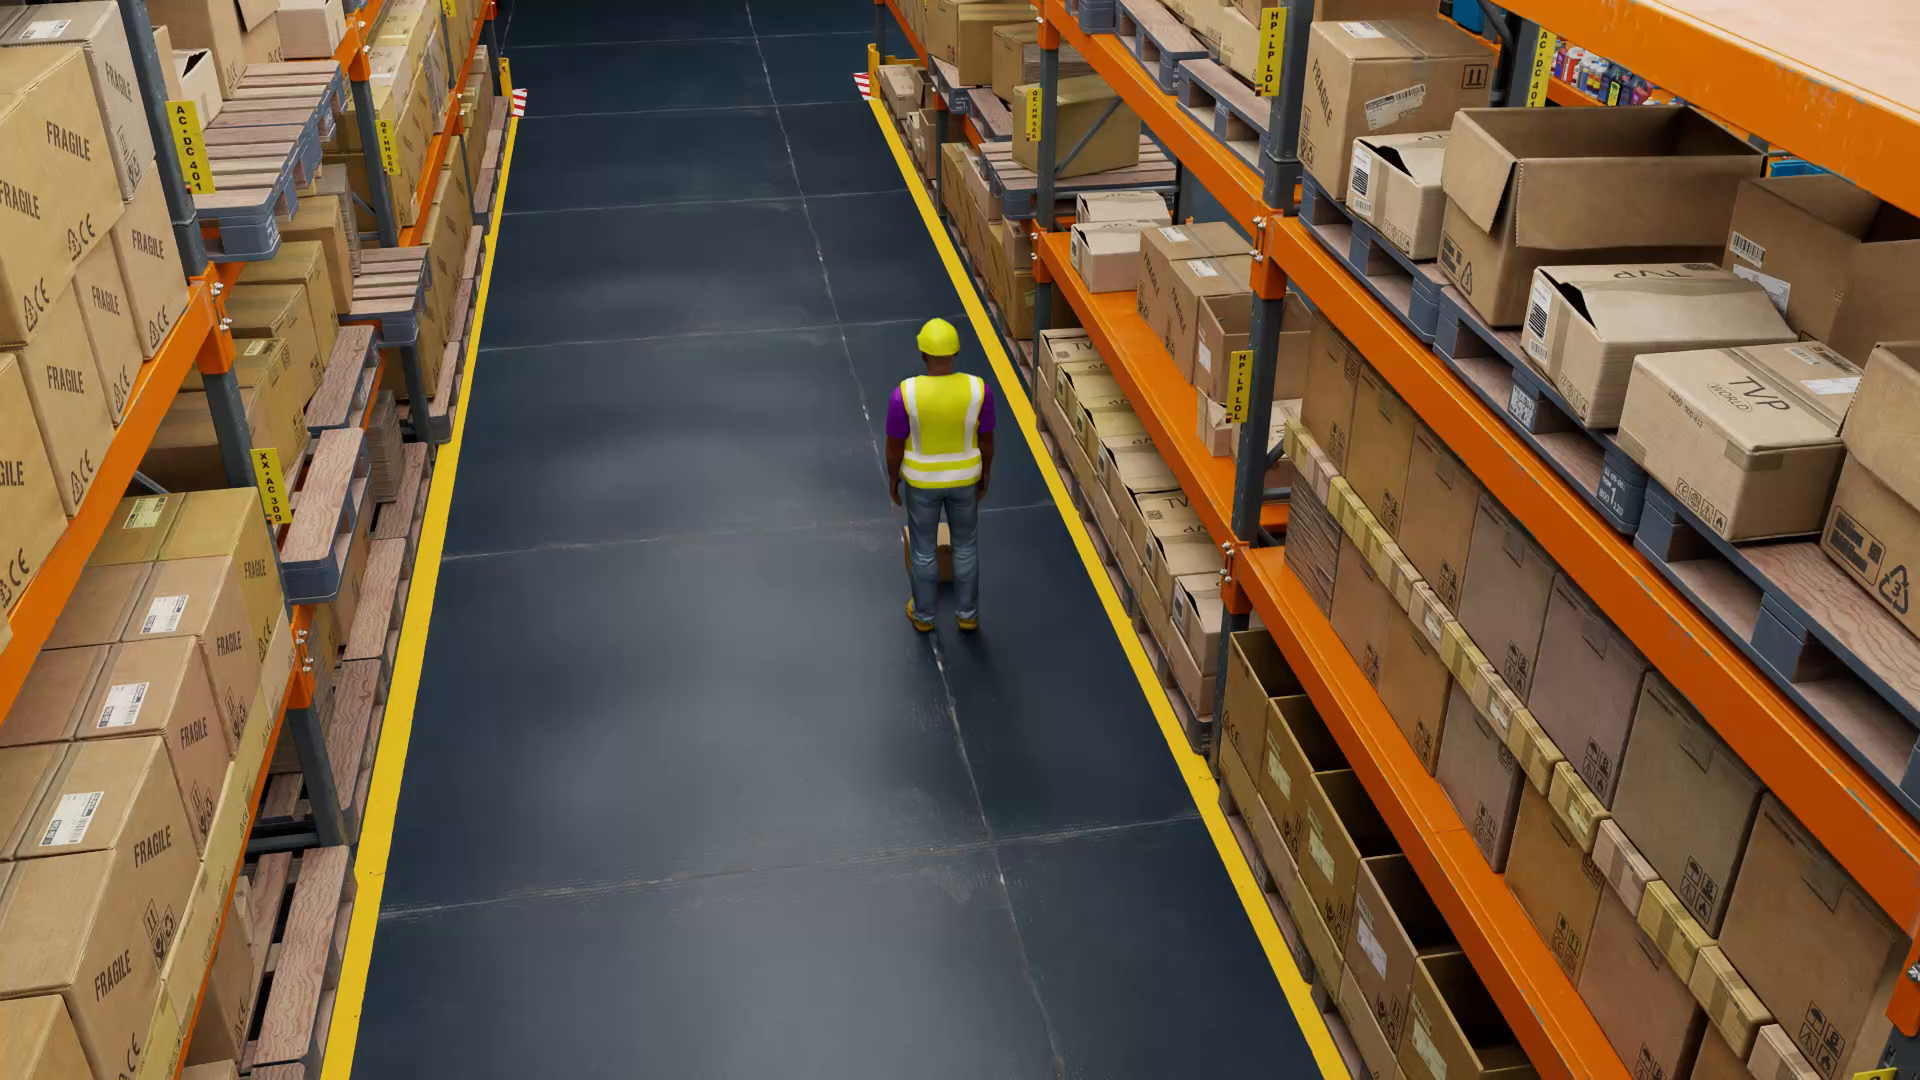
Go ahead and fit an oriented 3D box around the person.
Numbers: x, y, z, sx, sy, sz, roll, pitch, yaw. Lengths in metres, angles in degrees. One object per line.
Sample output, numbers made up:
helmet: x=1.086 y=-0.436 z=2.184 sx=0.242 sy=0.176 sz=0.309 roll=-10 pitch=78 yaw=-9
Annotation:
person: x=-0.107 y=-0.313 z=8.682 sx=0.566 sy=1.807 sz=0.357 roll=-4 pitch=31 yaw=-7
